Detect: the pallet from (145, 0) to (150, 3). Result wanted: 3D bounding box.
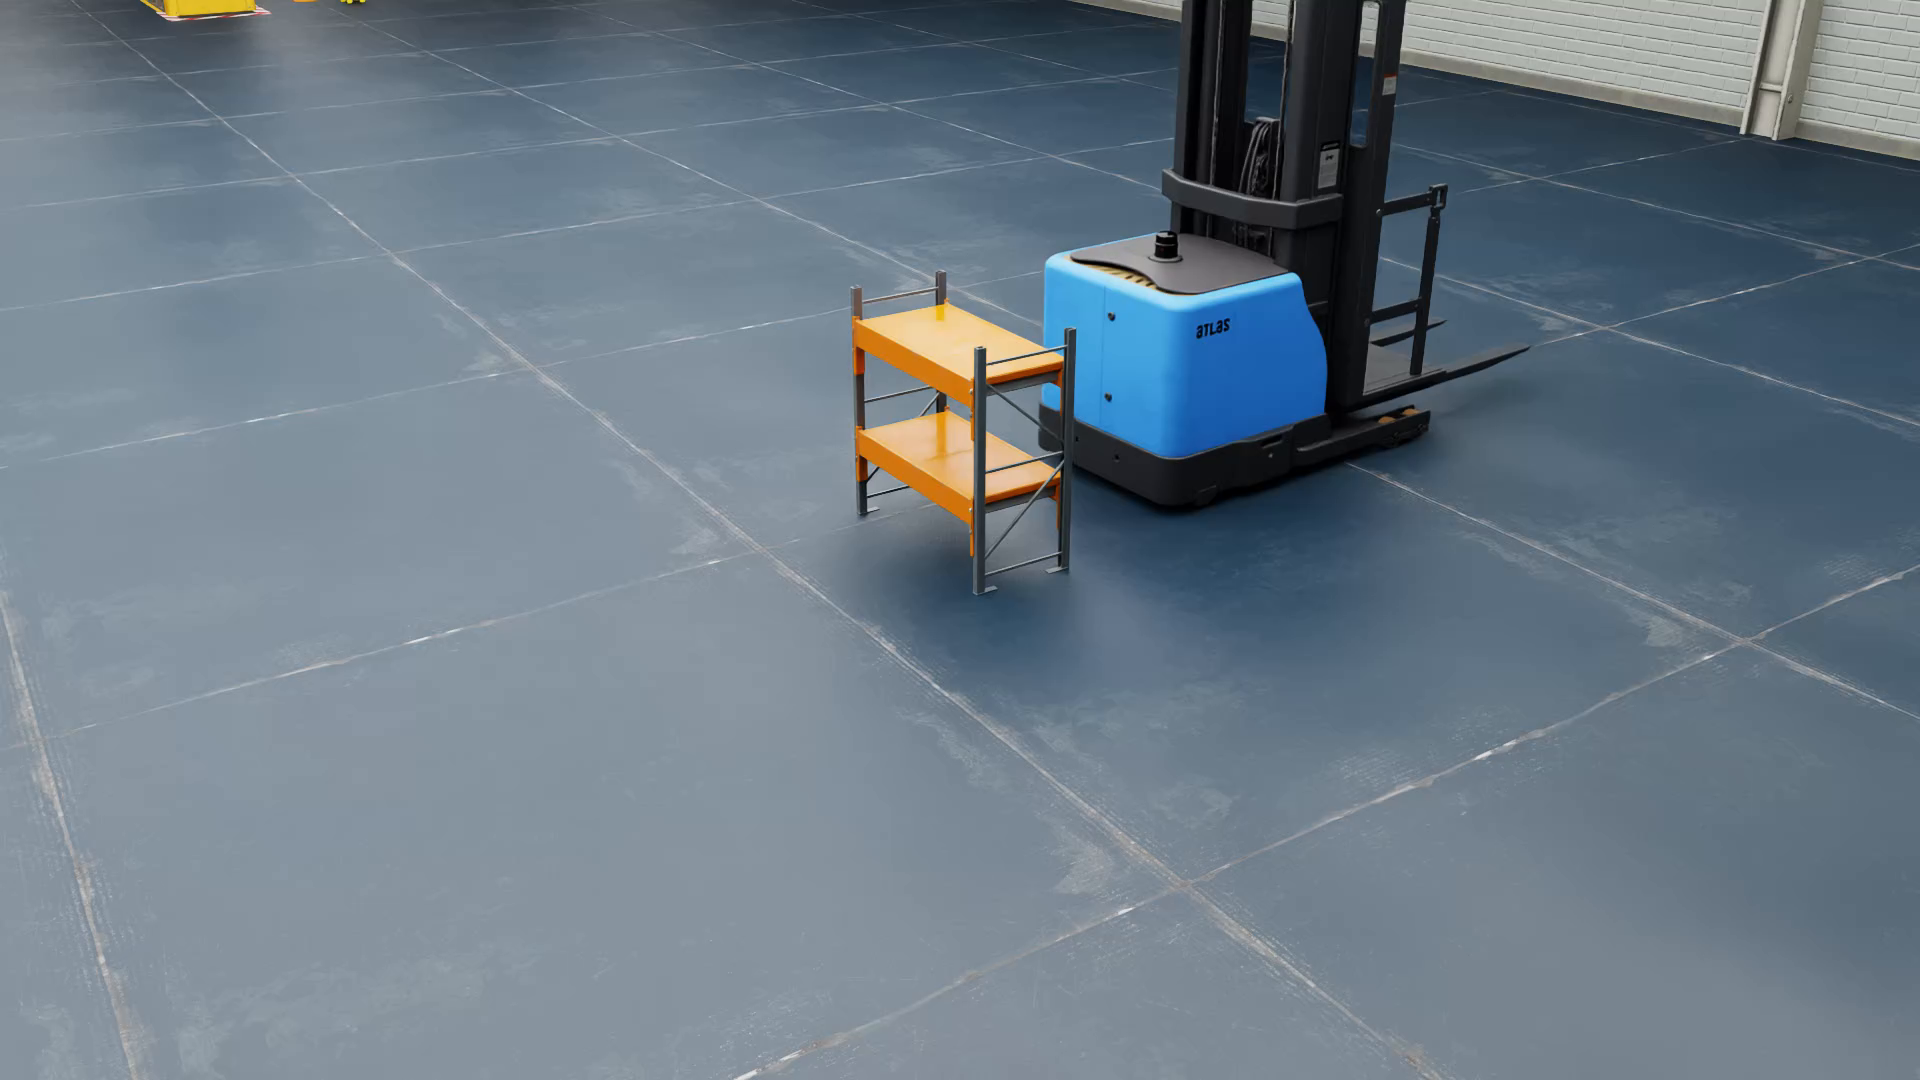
[{"bbox_3d":[-11.840,-8.331,25.150,1.003,0.211,1.213,-16,29,-30],"label":"pallet"}]

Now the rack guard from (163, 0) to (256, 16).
[{"bbox_3d":[-10.663,-7.749,23.580,1.175,0.500,0.348,-16,29,-30],"label":"rack guard"}]

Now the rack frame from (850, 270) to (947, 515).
[{"bbox_3d":[-0.281,-0.693,7.900,0.500,1.125,0.032,-16,29,-30],"label":"rack frame"}]

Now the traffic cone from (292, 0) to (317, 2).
[{"bbox_3d":[-9.776,-8.262,24.709,0.336,0.463,0.334,-16,29,-30],"label":"traffic cone"}]

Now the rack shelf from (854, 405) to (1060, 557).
[{"bbox_3d":[-0.004,-0.290,7.619,0.538,0.278,1.000,-16,29,-30],"label":"rack shelf"}]

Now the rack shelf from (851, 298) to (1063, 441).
[{"bbox_3d":[-0.004,-0.776,7.390,0.538,0.278,1.000,-16,29,-30],"label":"rack shelf"}]

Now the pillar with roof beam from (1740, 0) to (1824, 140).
[{"bbox_3d":[4.167,-6.967,11.966,9.100,9.000,0.400,-16,29,-30],"label":"pillar with roof beam"}]

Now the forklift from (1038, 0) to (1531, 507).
[{"bbox_3d":[1.889,-1.973,8.495,3.031,2.935,1.130,-18,31,-33],"label":"forklift"}]

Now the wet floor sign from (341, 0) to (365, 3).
[{"bbox_3d":[-9.001,-8.275,24.522,0.267,0.644,0.232,-22,33,-38],"label":"wet floor sign"}]

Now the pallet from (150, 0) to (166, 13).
[{"bbox_3d":[-11.178,-7.895,24.227,1.003,0.211,1.213,-16,29,-30],"label":"pallet"}]

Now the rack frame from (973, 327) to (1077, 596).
[{"bbox_3d":[0.274,-0.329,7.130,0.500,1.125,0.032,-16,29,-30],"label":"rack frame"}]

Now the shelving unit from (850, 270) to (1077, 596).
[{"bbox_3d":[-0.004,-0.511,7.515,0.538,1.125,1.048,-16,29,-30],"label":"shelving unit"}]
